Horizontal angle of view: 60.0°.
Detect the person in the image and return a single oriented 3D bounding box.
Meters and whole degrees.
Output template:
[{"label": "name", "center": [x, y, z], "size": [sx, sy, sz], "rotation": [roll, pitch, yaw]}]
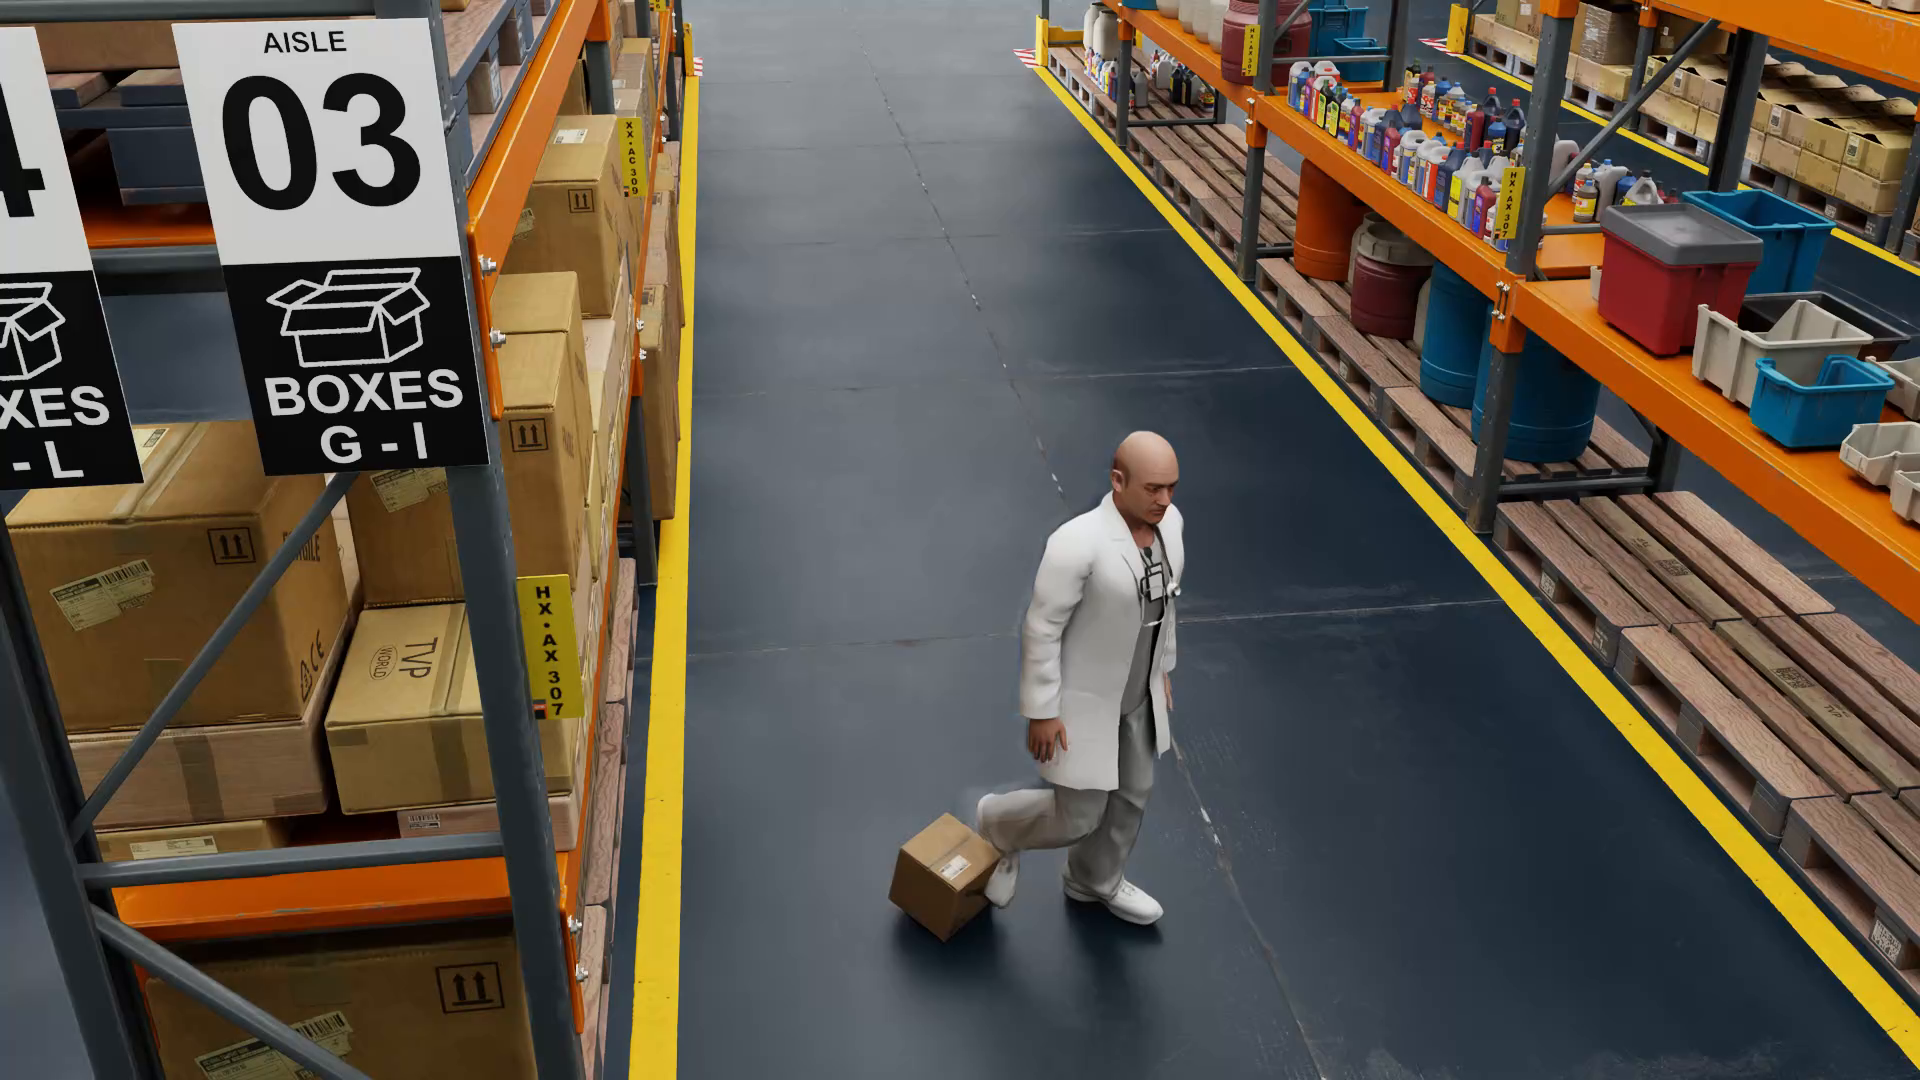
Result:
[{"label": "person", "center": [0.366, 0.439, 5.218], "size": [0.639, 1.760, 0.660], "rotation": [-24, 35, -38]}]
